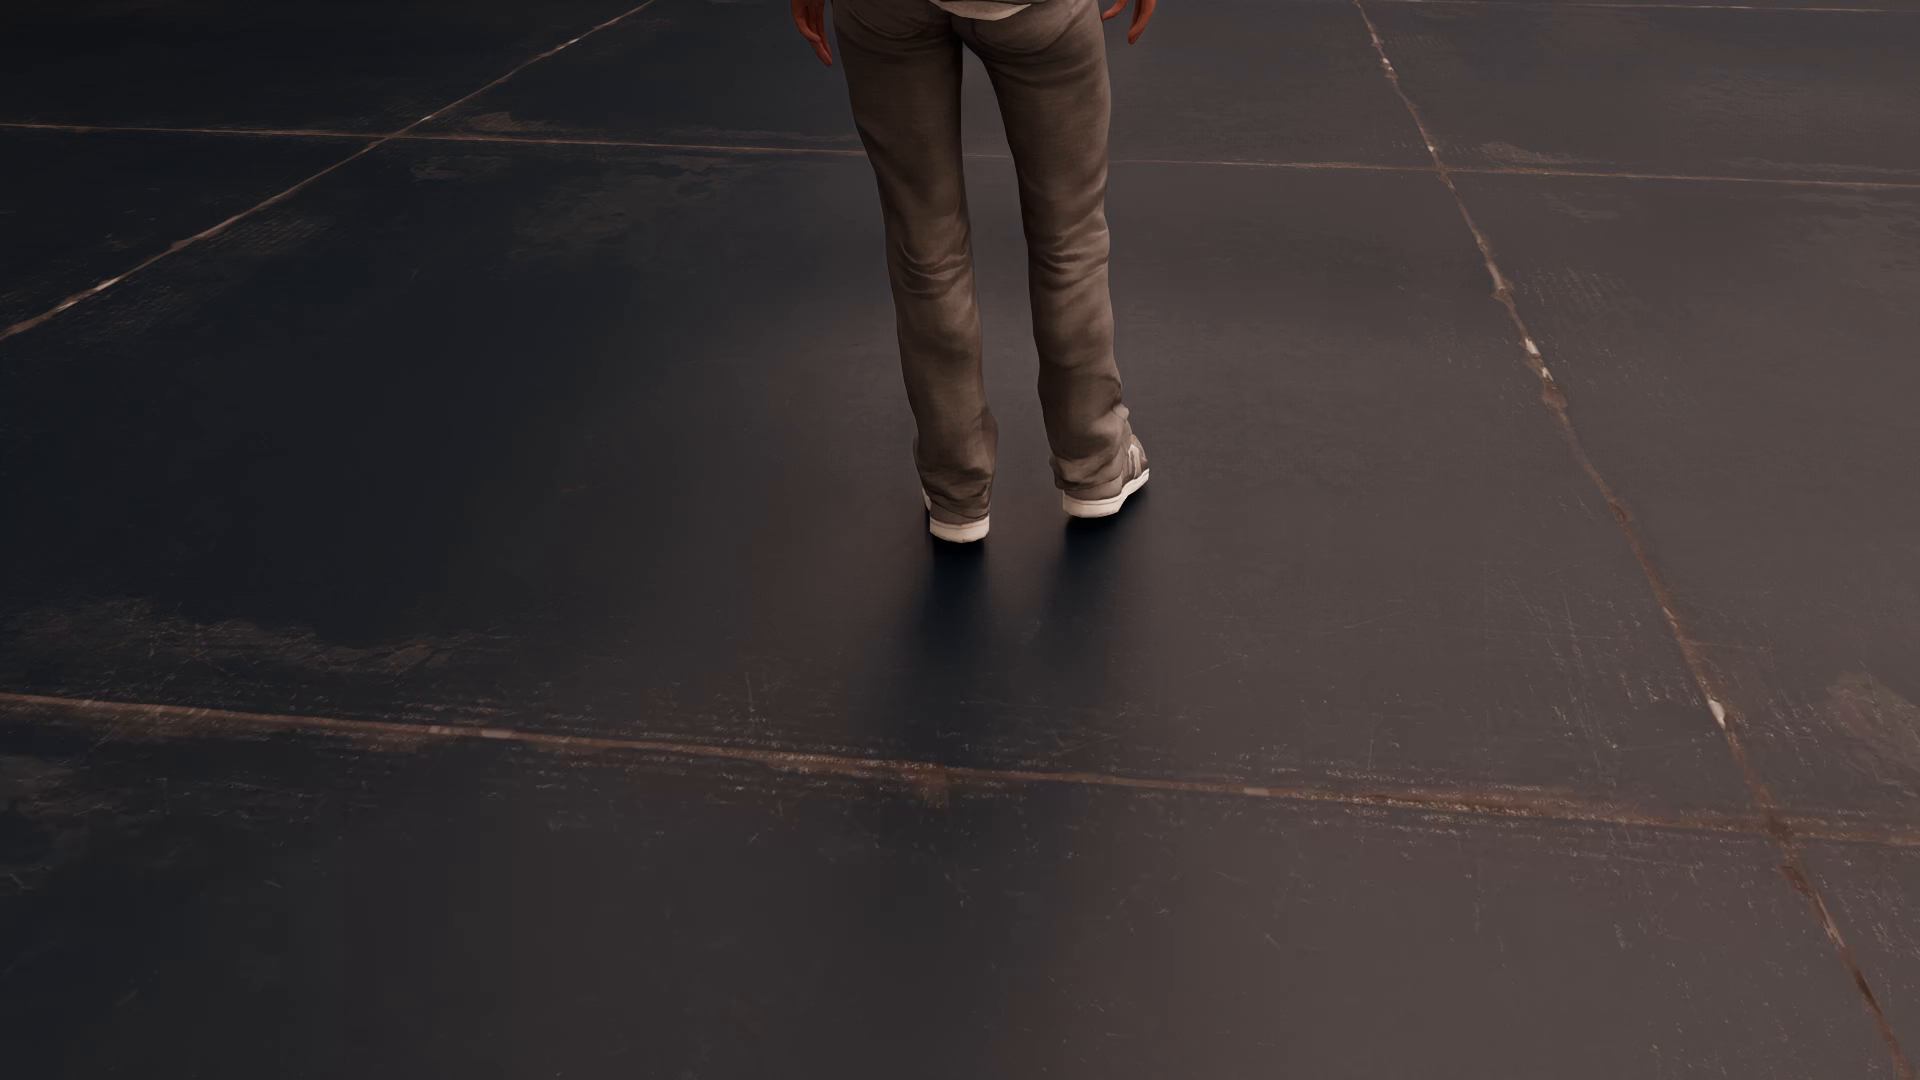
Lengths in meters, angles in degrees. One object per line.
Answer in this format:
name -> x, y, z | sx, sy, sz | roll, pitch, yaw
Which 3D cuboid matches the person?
person -> 0.024, -0.753, 2.204 | 0.520, 1.597, 0.475 | 3, 27, 7
